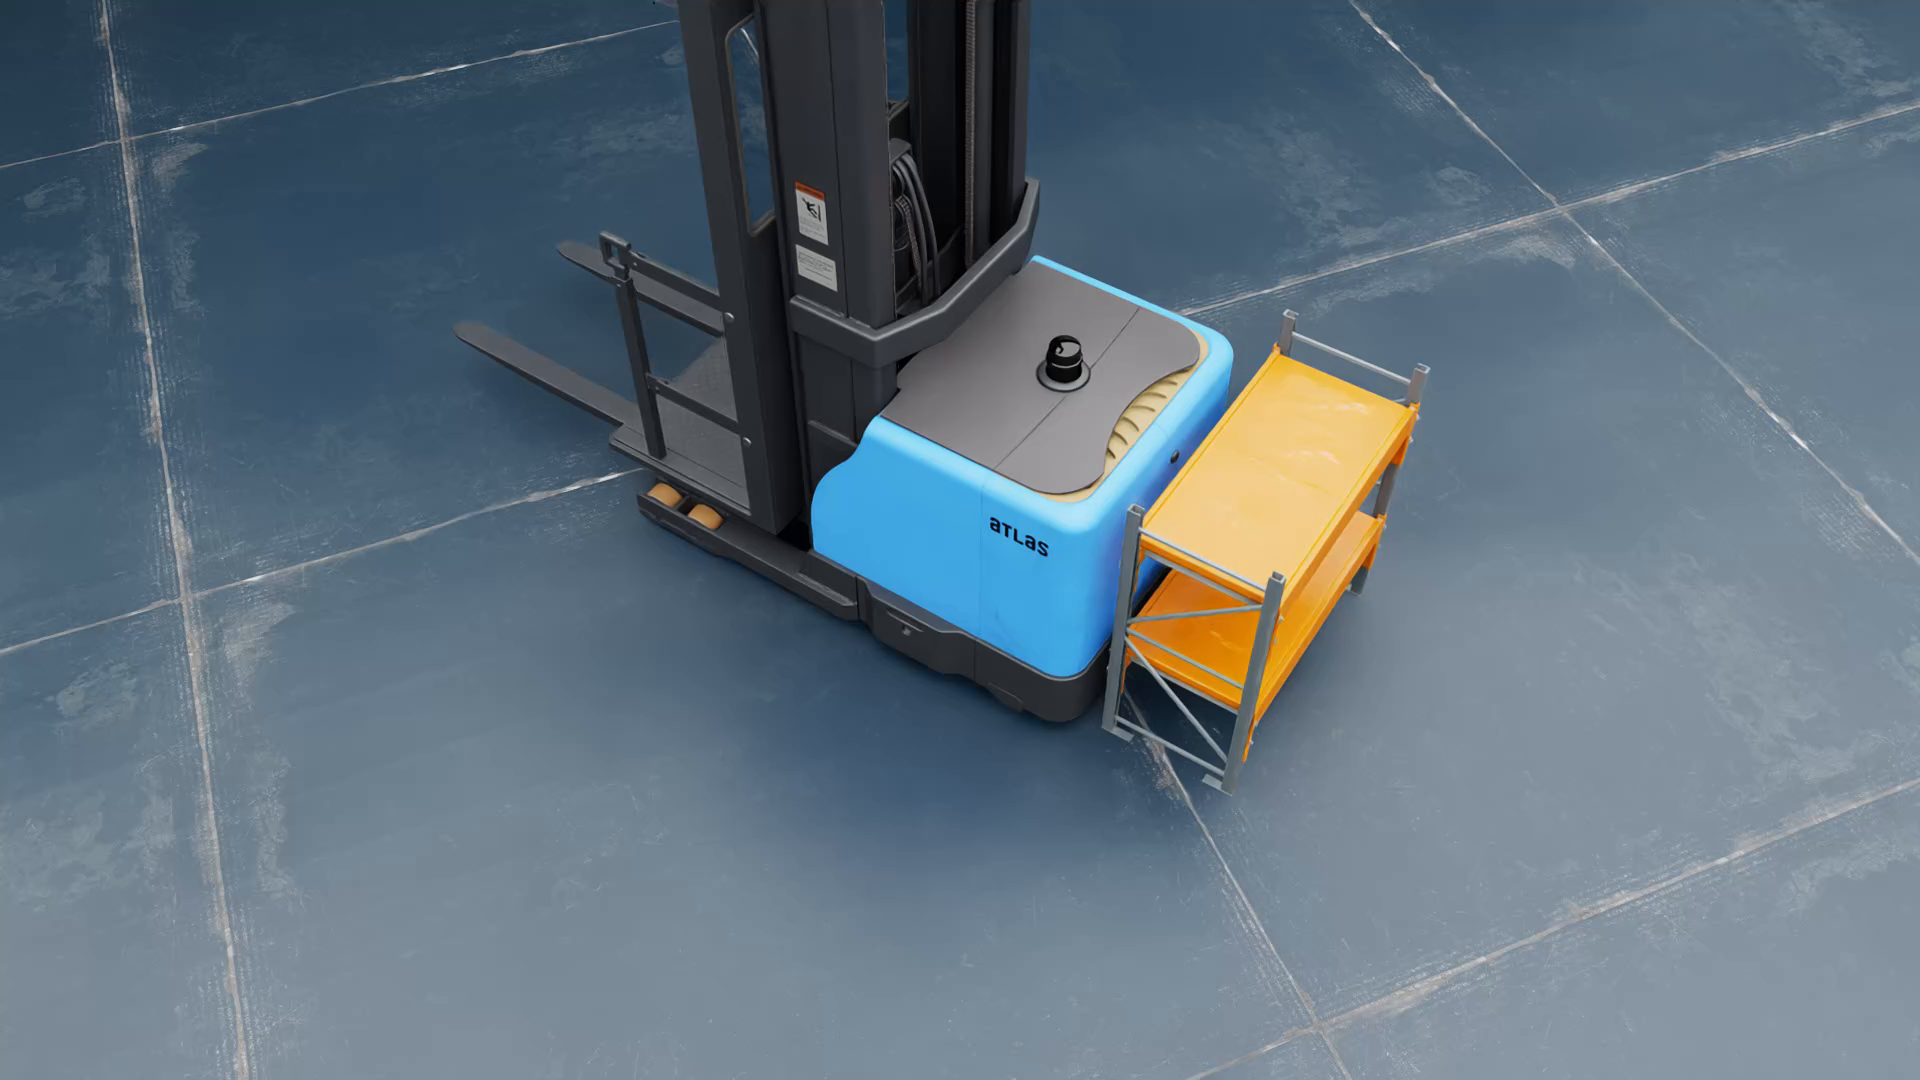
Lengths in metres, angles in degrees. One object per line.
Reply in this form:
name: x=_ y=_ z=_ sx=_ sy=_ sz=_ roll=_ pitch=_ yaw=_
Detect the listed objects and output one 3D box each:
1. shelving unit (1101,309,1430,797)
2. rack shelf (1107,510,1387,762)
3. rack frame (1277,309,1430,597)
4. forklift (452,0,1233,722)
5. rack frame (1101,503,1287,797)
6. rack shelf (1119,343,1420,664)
shelving unit: x=0.982 y=0.051 z=5.464 sx=0.538 sy=1.125 sz=1.048 roll=27 pitch=54 yaw=21
rack shelf: x=0.982 y=0.210 z=5.650 sx=0.538 sy=0.278 sz=1.000 roll=27 pitch=54 yaw=21
rack frame: x=1.263 y=-0.271 z=5.740 sx=0.500 sy=1.125 sz=0.032 roll=27 pitch=54 yaw=21
forklift: x=-0.602 y=-1.230 z=5.374 sx=3.031 sy=2.935 sz=1.130 roll=27 pitch=54 yaw=21
rack frame: x=0.702 y=0.373 z=5.187 sx=0.500 sy=1.125 sz=0.032 roll=27 pitch=54 yaw=21
rack shelf: x=0.983 y=-0.140 z=5.241 sx=0.538 sy=0.278 sz=1.000 roll=27 pitch=54 yaw=21
